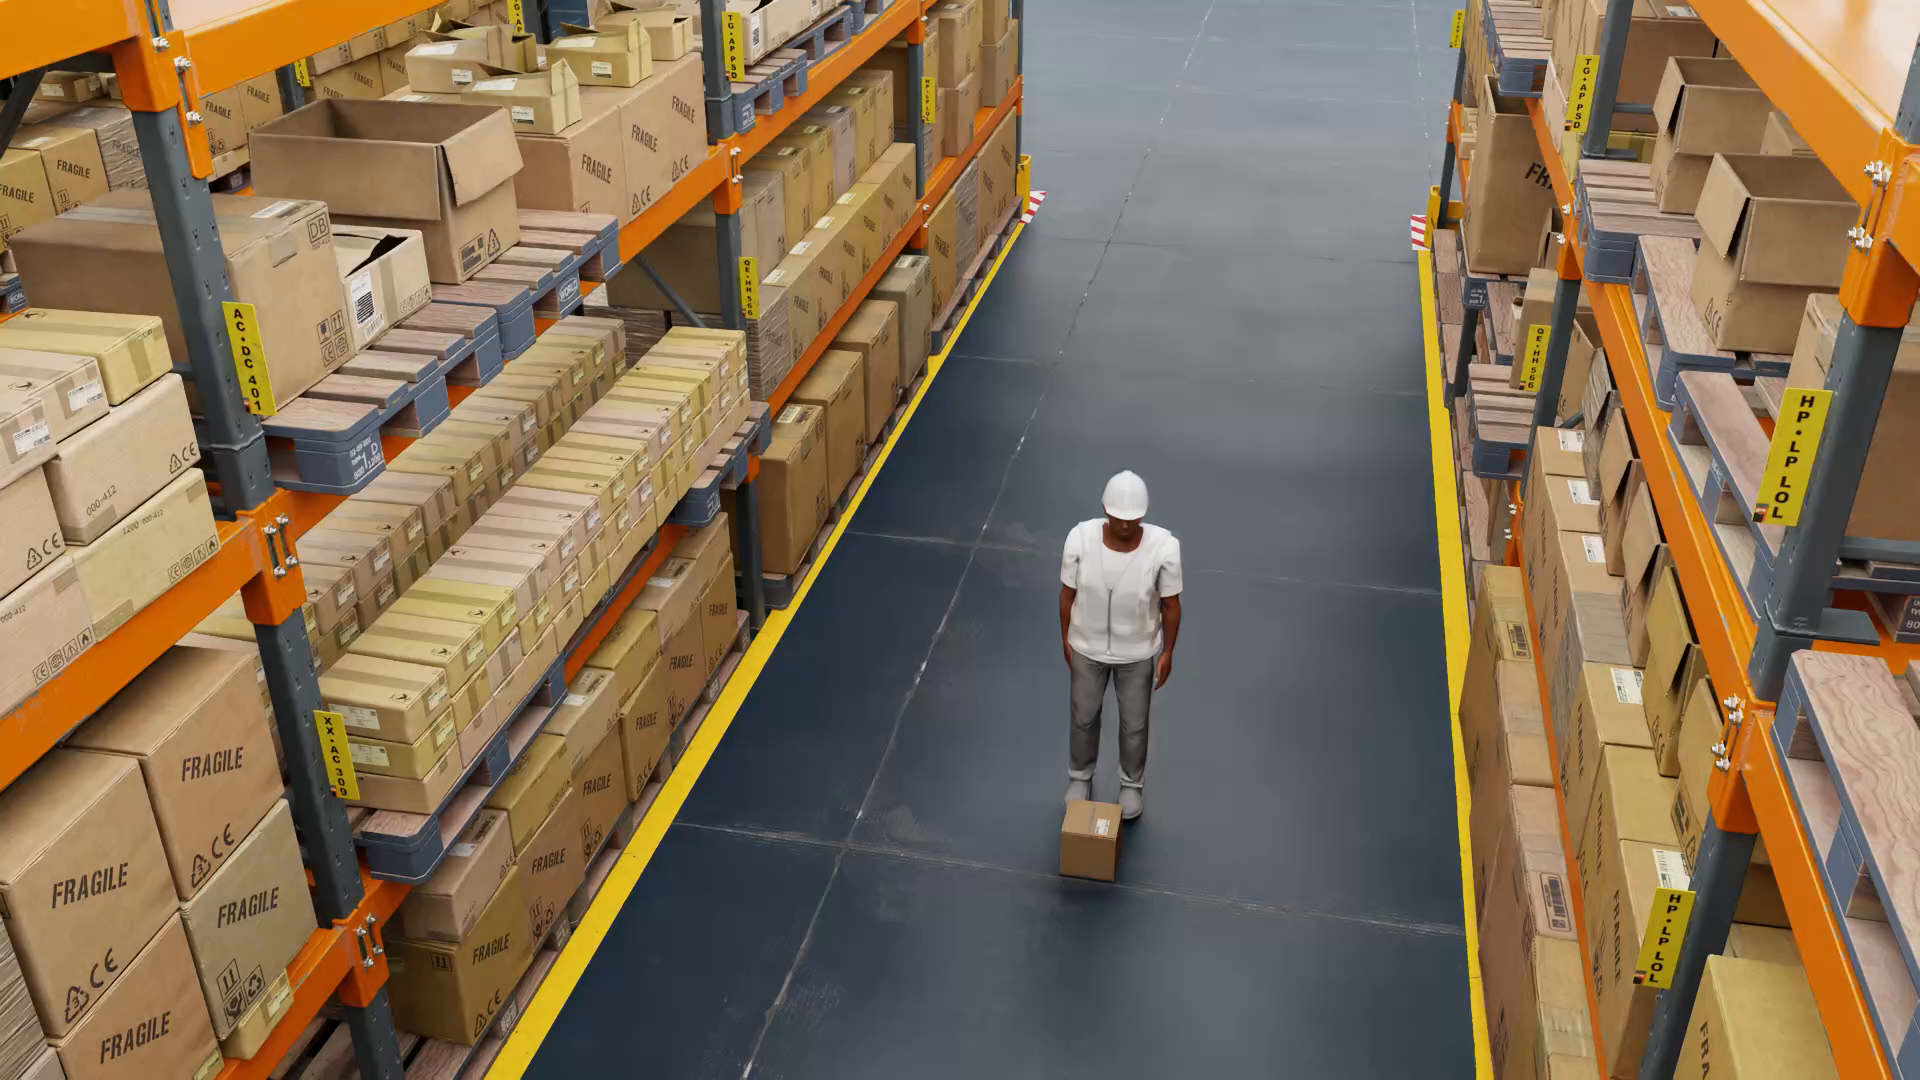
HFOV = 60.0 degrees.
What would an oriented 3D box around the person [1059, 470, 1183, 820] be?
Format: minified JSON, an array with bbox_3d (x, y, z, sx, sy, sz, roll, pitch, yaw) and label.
[{"bbox_3d":[0.727,0.490,7.707,0.564,1.768,0.355,7,29,12],"label":"person"}]
